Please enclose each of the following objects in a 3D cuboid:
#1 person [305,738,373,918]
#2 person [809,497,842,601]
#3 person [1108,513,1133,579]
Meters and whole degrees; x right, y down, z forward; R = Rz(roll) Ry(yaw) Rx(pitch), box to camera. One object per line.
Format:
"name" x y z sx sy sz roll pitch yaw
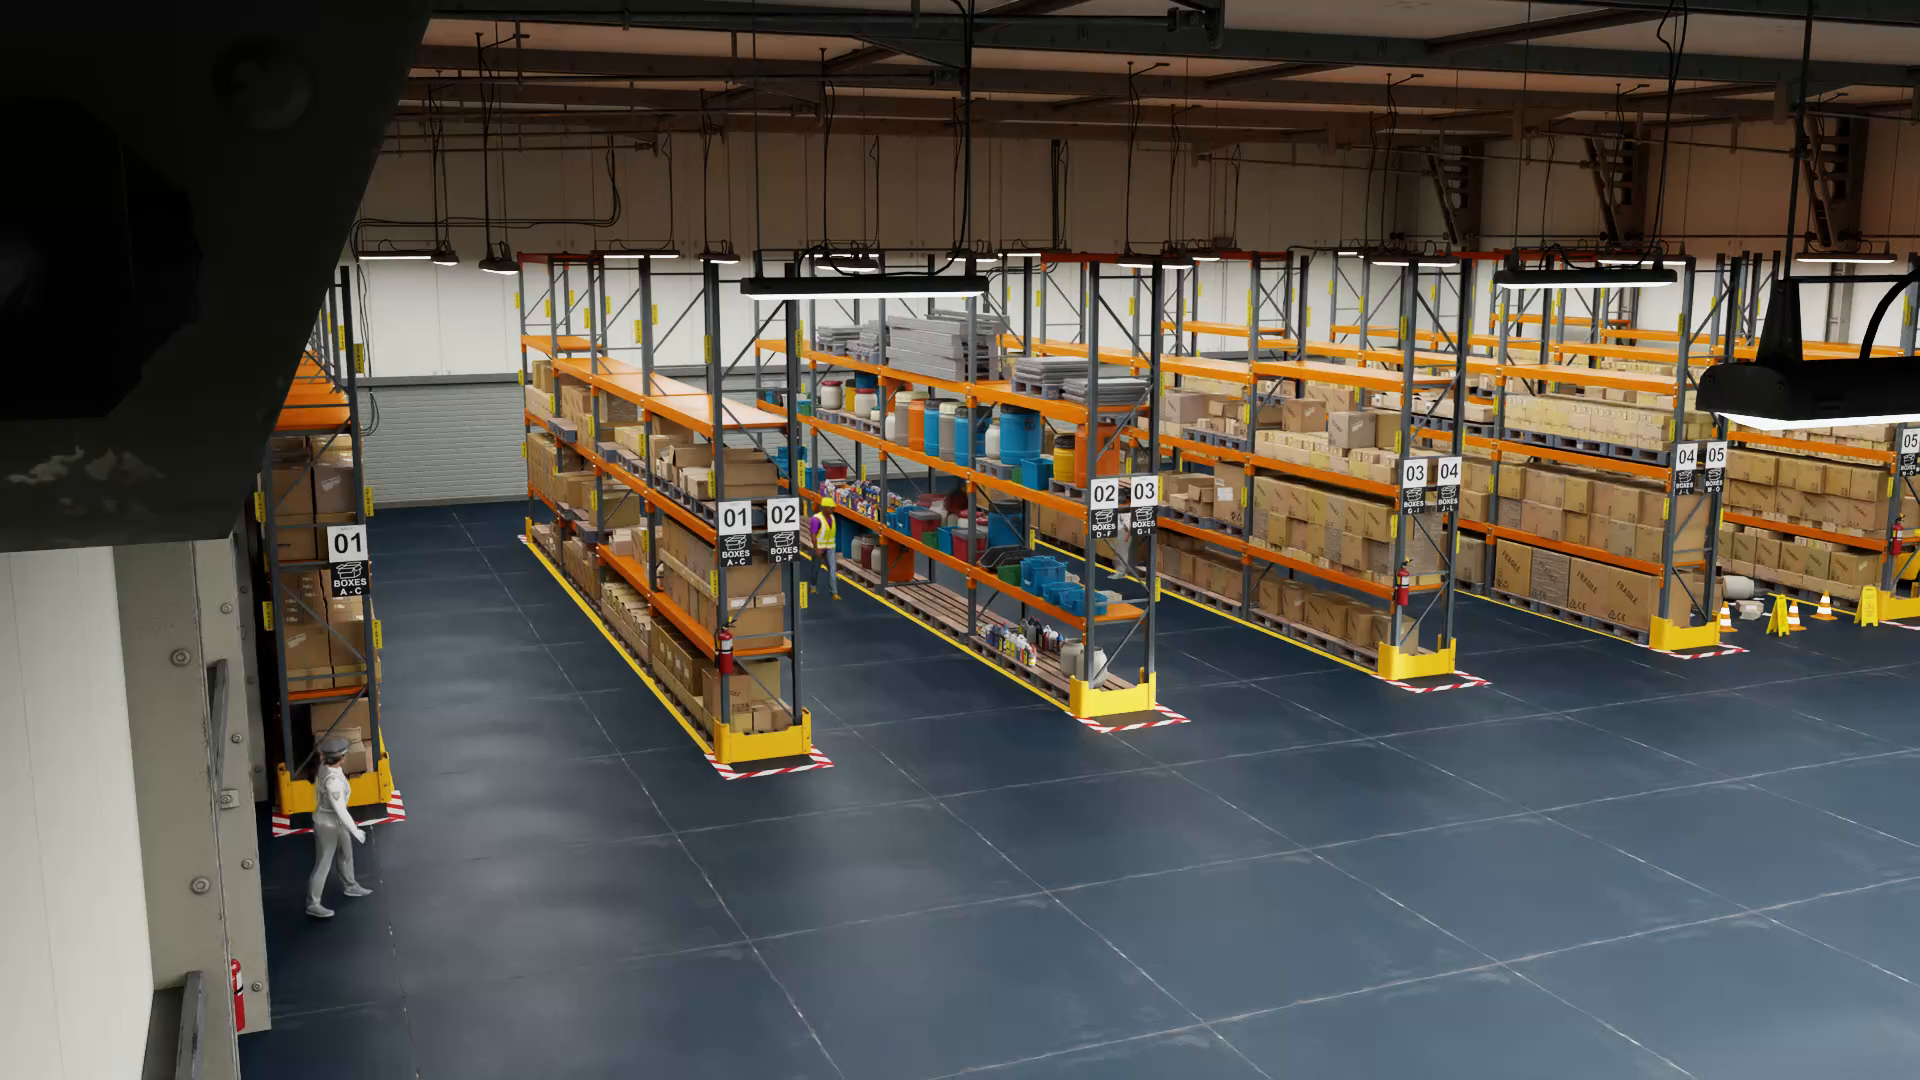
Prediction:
"person" -5.937 2.702 15.766 0.593 1.678 0.632 -3 11 -18
"person" -2.292 0.142 27.857 0.503 1.720 1.018 -4 11 -21
"person" 2.848 -0.120 29.532 0.459 1.721 0.562 -3 11 -15
